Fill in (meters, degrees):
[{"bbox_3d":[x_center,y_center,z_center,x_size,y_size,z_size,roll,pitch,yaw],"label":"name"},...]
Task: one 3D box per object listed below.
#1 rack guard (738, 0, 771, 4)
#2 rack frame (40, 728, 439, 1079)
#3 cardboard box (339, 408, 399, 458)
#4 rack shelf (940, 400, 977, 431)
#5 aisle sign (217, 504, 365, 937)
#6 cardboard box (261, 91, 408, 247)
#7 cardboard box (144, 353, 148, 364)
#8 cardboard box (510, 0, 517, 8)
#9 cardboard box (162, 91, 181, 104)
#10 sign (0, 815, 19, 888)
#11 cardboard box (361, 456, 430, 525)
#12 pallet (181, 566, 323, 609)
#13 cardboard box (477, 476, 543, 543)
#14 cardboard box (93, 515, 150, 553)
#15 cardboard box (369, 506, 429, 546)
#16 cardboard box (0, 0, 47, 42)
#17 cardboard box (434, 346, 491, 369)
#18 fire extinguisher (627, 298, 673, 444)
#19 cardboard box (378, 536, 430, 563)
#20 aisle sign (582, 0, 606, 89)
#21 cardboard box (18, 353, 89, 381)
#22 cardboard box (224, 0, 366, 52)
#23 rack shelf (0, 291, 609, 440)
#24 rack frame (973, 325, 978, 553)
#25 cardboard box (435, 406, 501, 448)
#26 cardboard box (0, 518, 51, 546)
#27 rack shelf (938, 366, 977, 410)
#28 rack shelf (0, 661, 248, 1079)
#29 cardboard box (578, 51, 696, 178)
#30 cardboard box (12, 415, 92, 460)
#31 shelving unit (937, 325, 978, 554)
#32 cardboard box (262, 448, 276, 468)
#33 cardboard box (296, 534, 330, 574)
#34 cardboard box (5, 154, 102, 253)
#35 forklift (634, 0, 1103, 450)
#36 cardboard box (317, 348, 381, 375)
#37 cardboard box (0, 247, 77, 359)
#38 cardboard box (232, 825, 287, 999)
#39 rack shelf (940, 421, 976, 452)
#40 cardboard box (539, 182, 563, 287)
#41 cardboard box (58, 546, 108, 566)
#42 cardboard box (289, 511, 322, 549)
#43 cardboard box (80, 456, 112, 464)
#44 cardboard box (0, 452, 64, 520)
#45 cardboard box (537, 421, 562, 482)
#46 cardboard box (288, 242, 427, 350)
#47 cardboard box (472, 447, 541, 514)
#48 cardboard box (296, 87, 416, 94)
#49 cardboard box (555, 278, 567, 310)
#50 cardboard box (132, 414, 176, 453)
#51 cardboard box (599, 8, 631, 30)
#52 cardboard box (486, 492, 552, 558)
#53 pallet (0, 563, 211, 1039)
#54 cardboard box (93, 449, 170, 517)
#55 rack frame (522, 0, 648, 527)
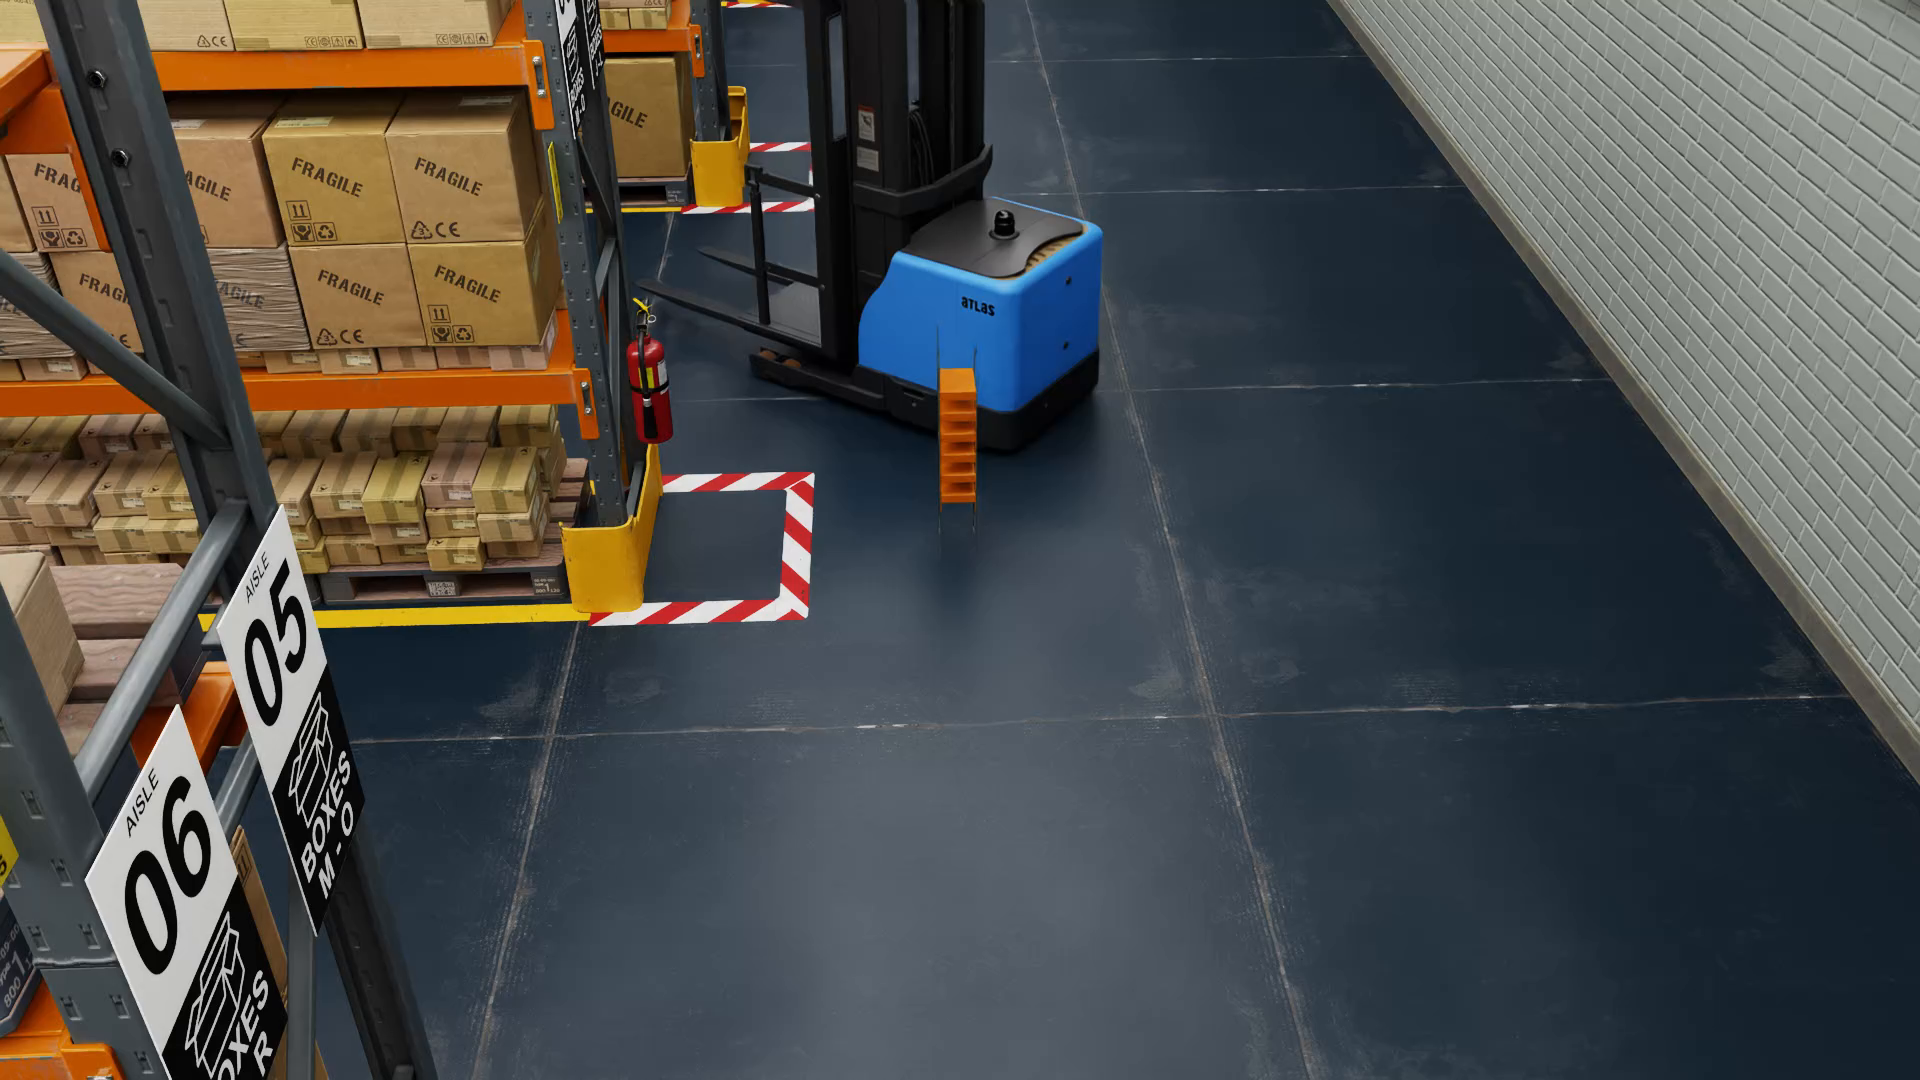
[{"bbox_3d":[-2.049,-5.827,16.730,0.348,0.500,1.175,-2,35,-2],"label":"rack guard"},{"bbox_3d":[-1.369,1.602,3.799,0.127,3.000,1.000,-2,35,-2],"label":"rack frame"},{"bbox_3d":[-3.015,-0.570,8.550,0.250,0.149,0.380,-3,35,-5],"label":"cardboard box"},{"bbox_3d":[-0.014,-0.654,8.297,0.180,0.103,0.258,-2,35,-2],"label":"rack shelf"},{"bbox_3d":[-1.311,0.366,3.300,0.004,0.787,0.394,-2,35,-2],"label":"aisle sign"},{"bbox_3d":[-2.656,-1.616,7.222,0.500,0.500,0.500,-3,35,-4],"label":"cardboard box"},{"bbox_3d":[-3.572,-0.935,7.686,0.250,0.149,0.380,-1,35,-1],"label":"cardboard box"},{"bbox_3d":[-2.165,-2.514,7.243,0.500,0.250,0.500,0,35,-1],"label":"cardboard box"},{"bbox_3d":[-3.698,-1.888,7.614,0.500,0.500,0.500,-3,35,-4],"label":"cardboard box"},{"bbox_3d":[-1.357,0.346,2.270,0.005,0.325,0.100,-2,35,-2],"label":"sign"},{"bbox_3d":[-2.727,-0.242,8.078,0.250,0.149,0.380,-2,35,-3],"label":"cardboard box"},{"bbox_3d":[-3.809,-0.027,8.604,1.213,0.211,1.003,-2,35,-2],"label":"pallet"},{"bbox_3d":[-2.218,-0.155,8.213,0.250,0.149,0.380,-2,35,-4],"label":"cardboard box"},{"bbox_3d":[-4.032,-0.107,8.144,0.250,0.149,0.380,-2,35,-3],"label":"cardboard box"},{"bbox_3d":[-2.737,-0.140,8.192,0.250,0.149,0.380,-3,35,-4],"label":"cardboard box"},{"bbox_3d":[-3.682,-2.169,6.744,0.500,0.250,0.500,0,35,0],"label":"cardboard box"},{"bbox_3d":[-2.267,-0.951,7.709,0.250,0.149,0.380,-2,35,-2],"label":"cardboard box"},{"bbox_3d":[-1.431,-0.768,7.620,0.183,0.674,0.296,-2,35,-2],"label":"fire extinguisher"},{"bbox_3d":[-2.740,-0.054,8.328,0.250,0.149,0.380,-2,35,-2],"label":"cardboard box"},{"bbox_3d":[-1.645,-2.450,7.370,0.004,0.787,0.394,-2,35,-2],"label":"aisle sign"},{"bbox_3d":[-4.088,-0.883,7.610,0.250,0.149,0.380,0,35,0],"label":"cardboard box"},{"bbox_3d":[-2.655,-2.200,6.789,0.500,0.250,0.500,-1,35,-2],"label":"cardboard box"},{"bbox_3d":[-3.702,-0.859,7.988,4.000,0.370,1.077,-2,35,-2],"label":"rack shelf"},{"bbox_3d":[0.077,-0.495,8.412,0.006,1.200,0.240,-2,35,-2],"label":"rack frame"},{"bbox_3d":[-2.513,-0.557,8.533,0.250,0.149,0.380,-1,35,-1],"label":"cardboard box"},{"bbox_3d":[-4.562,-0.142,8.195,0.250,0.149,0.380,-3,35,-5],"label":"cardboard box"},{"bbox_3d":[-0.014,-0.752,8.228,0.180,0.103,0.258,-2,35,-2],"label":"rack shelf"},{"bbox_3d":[-3.367,0.718,3.072,4.000,0.370,1.077,-2,35,-2],"label":"rack shelf"},{"bbox_3d":[-2.473,-3.267,12.333,0.875,0.875,0.875,-2,35,-2],"label":"cardboard box"},{"bbox_3d":[-4.592,-0.507,8.460,0.250,0.149,0.380,0,35,-1],"label":"cardboard box"},{"bbox_3d":[-0.014,-0.493,8.408,0.189,1.200,0.258,-2,35,-2],"label":"shelving unit"},{"bbox_3d":[-3.523,-0.288,8.144,0.250,0.149,0.380,-3,35,-4],"label":"cardboard box"},{"bbox_3d":[-3.238,0.003,8.247,0.250,0.149,0.380,-3,35,-4],"label":"cardboard box"},{"bbox_3d":[-3.703,-1.581,7.171,0.500,0.500,0.500,-3,35,-4],"label":"cardboard box"},{"bbox_3d":[-0.675,-2.359,9.583,3.031,2.935,1.130,21,40,28],"label":"forklift"},{"bbox_3d":[-2.770,-0.915,7.658,0.250,0.149,0.380,-1,35,-1],"label":"cardboard box"},{"bbox_3d":[-4.194,-1.145,7.420,0.500,0.500,0.500,-2,35,-3],"label":"cardboard box"},{"bbox_3d":[-1.862,1.001,3.702,0.500,0.500,0.500,-2,35,-3],"label":"cardboard box"},{"bbox_3d":[-0.014,-0.555,8.365,0.180,0.103,0.258,-2,35,-2],"label":"rack shelf"},{"bbox_3d":[-2.166,-1.517,7.957,0.500,0.500,0.500,0,35,0],"label":"cardboard box"},{"bbox_3d":[-4.291,-0.035,8.300,0.250,0.149,0.380,-3,35,-4],"label":"cardboard box"},{"bbox_3d":[-3.253,-0.119,8.161,0.250,0.149,0.380,-1,35,-2],"label":"cardboard box"},{"bbox_3d":[-4.355,-0.414,8.587,0.250,0.149,0.380,-1,35,-1],"label":"cardboard box"},{"bbox_3d":[-4.558,-0.266,8.112,0.250,0.149,0.380,-2,35,-3],"label":"cardboard box"},{"bbox_3d":[-2.240,-0.464,8.659,0.250,0.149,0.380,0,35,0],"label":"cardboard box"},{"bbox_3d":[-2.656,-1.203,7.503,0.500,0.500,0.500,-2,35,-3],"label":"cardboard box"},{"bbox_3d":[-2.221,-0.296,8.155,0.250,0.149,0.380,-1,35,-2],"label":"cardboard box"},{"bbox_3d":[-2.669,-1.905,7.639,0.500,0.500,0.500,-1,35,-1],"label":"cardboard box"},{"bbox_3d":[-2.043,-1.283,8.189,0.250,0.149,0.380,-2,35,-3],"label":"cardboard box"},{"bbox_3d":[-4.057,-0.581,8.567,0.250,0.149,0.380,-3,35,-4],"label":"cardboard box"},{"bbox_3d":[-2.438,-3.723,11.715,0.250,0.149,0.380,-1,35,-2],"label":"cardboard box"},{"bbox_3d":[-2.220,-0.077,8.361,0.250,0.149,0.380,-1,35,-1],"label":"cardboard box"},{"bbox_3d":[-2.109,0.431,2.933,1.213,0.211,1.003,-2,35,-2],"label":"pallet"},{"bbox_3d":[-4.032,-0.281,8.134,0.250,0.149,0.380,-3,35,-4],"label":"cardboard box"},{"bbox_3d":[-1.704,-1.209,7.861,0.127,3.000,1.000,-2,35,-2],"label":"rack frame"}]
